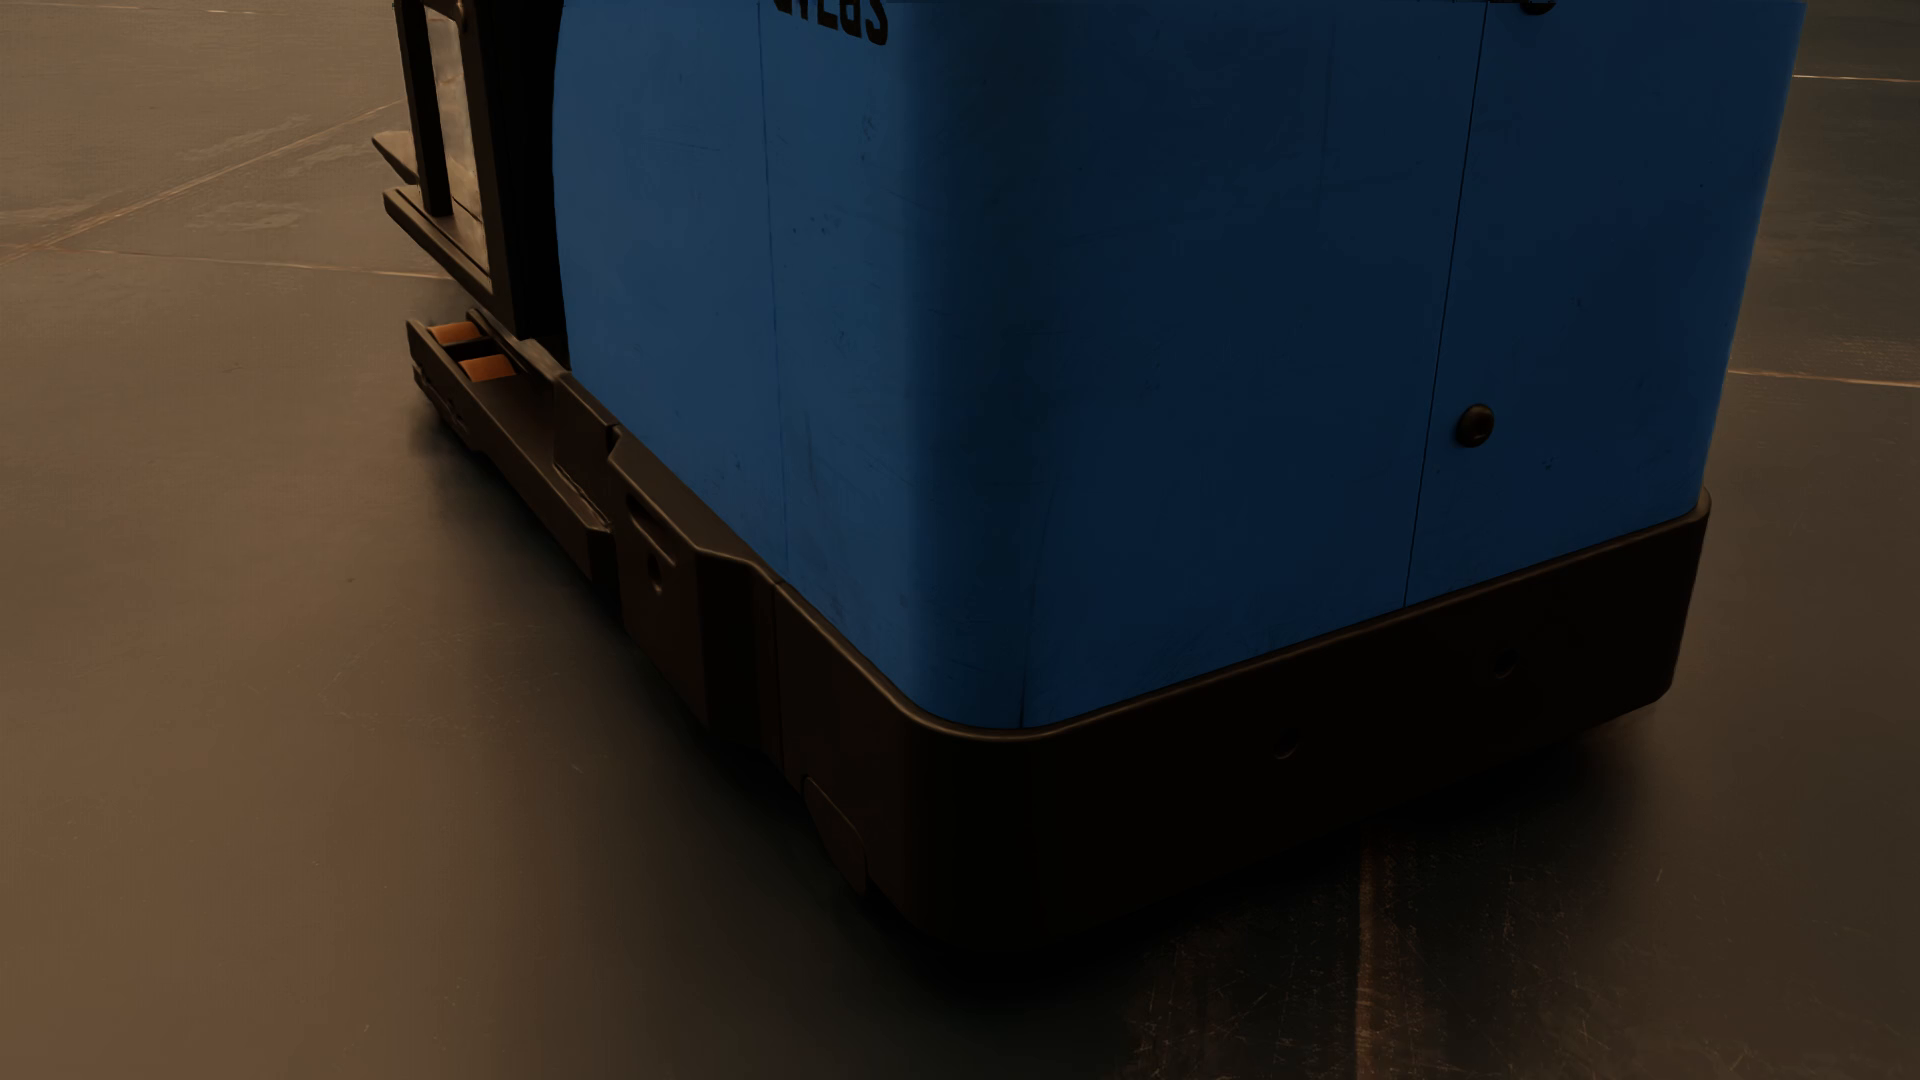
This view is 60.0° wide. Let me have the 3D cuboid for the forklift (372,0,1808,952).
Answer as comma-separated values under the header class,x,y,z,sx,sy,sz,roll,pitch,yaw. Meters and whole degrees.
class,x,y,z,sx,sy,sz,roll,pitch,yaw
forklift,-0.313,-1.545,2.309,1.130,2.935,3.031,-15,30,-27
